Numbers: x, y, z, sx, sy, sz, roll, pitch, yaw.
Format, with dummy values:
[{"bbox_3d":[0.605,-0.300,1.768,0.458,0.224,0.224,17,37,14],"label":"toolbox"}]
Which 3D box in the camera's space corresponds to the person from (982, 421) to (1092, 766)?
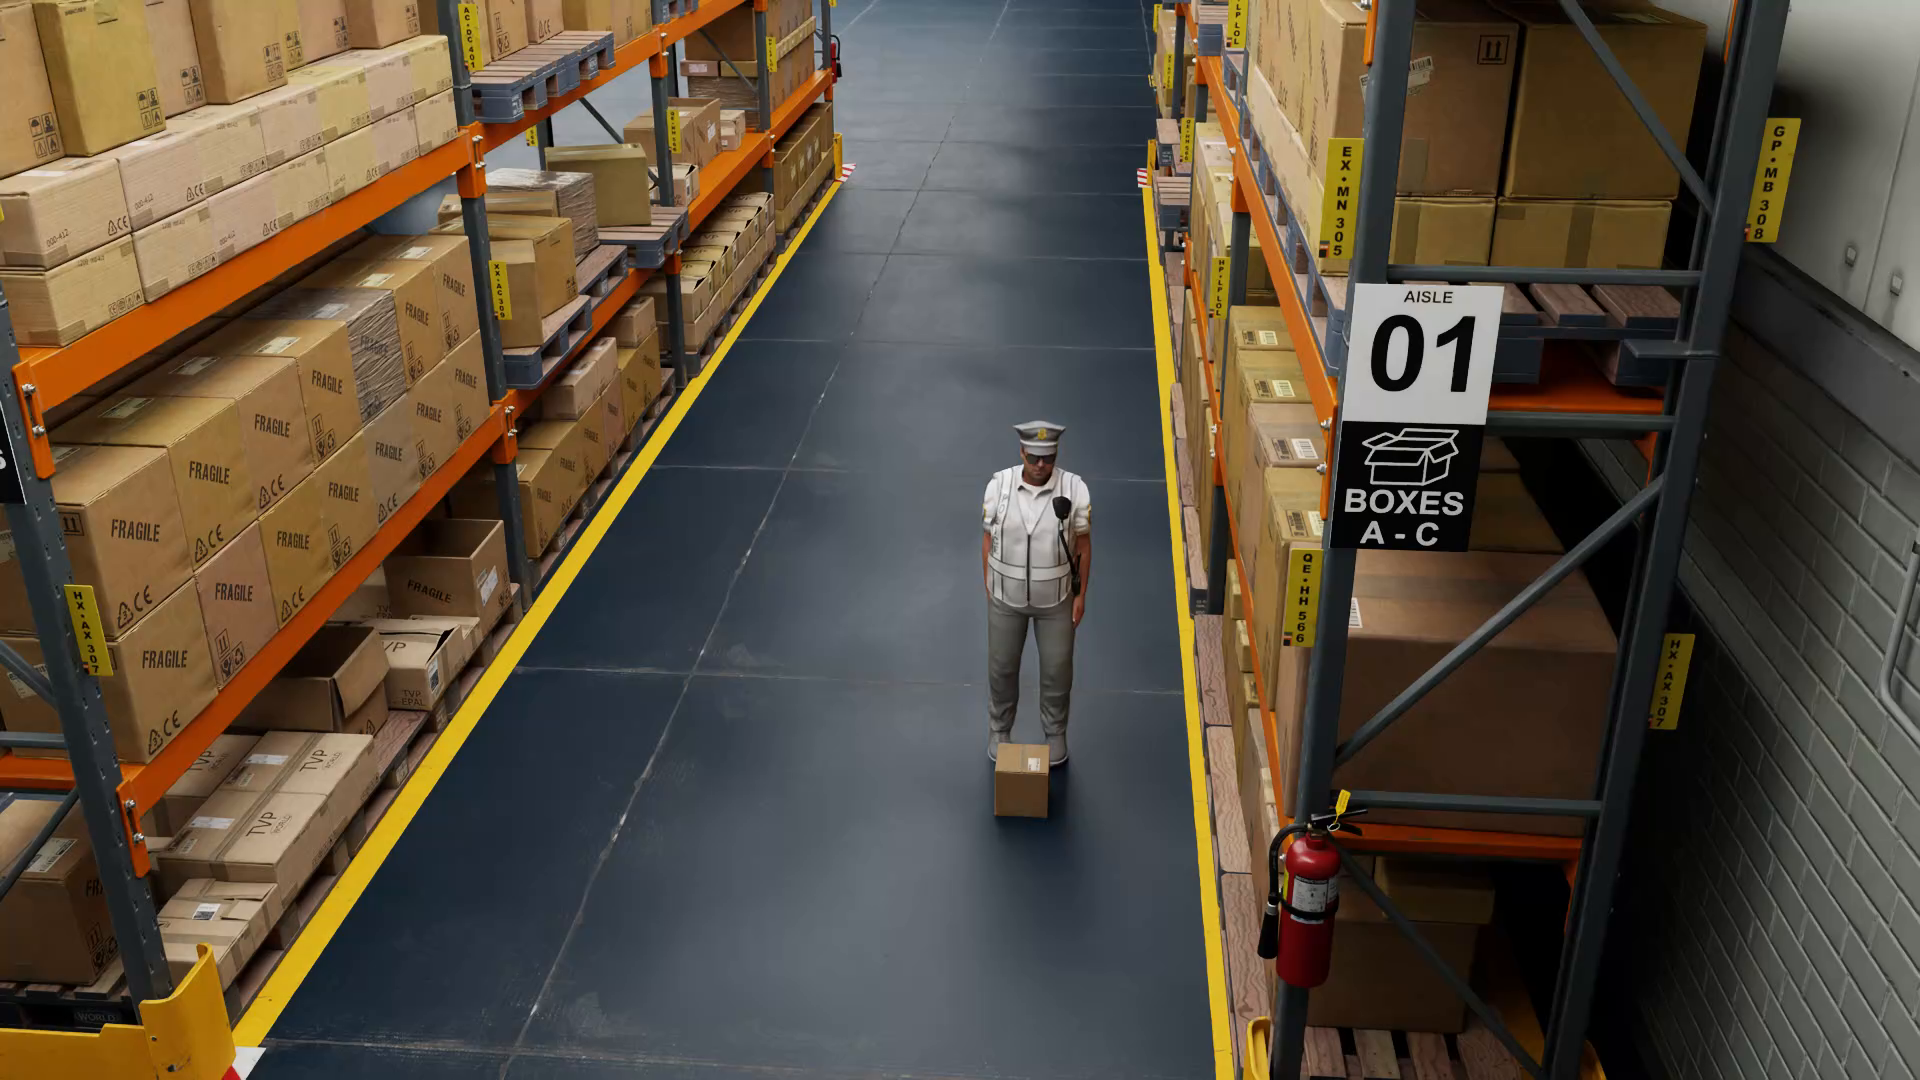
[{"bbox_3d":[0.363,0.262,8.030,0.527,1.770,0.393,2,24,5],"label":"person"}]
